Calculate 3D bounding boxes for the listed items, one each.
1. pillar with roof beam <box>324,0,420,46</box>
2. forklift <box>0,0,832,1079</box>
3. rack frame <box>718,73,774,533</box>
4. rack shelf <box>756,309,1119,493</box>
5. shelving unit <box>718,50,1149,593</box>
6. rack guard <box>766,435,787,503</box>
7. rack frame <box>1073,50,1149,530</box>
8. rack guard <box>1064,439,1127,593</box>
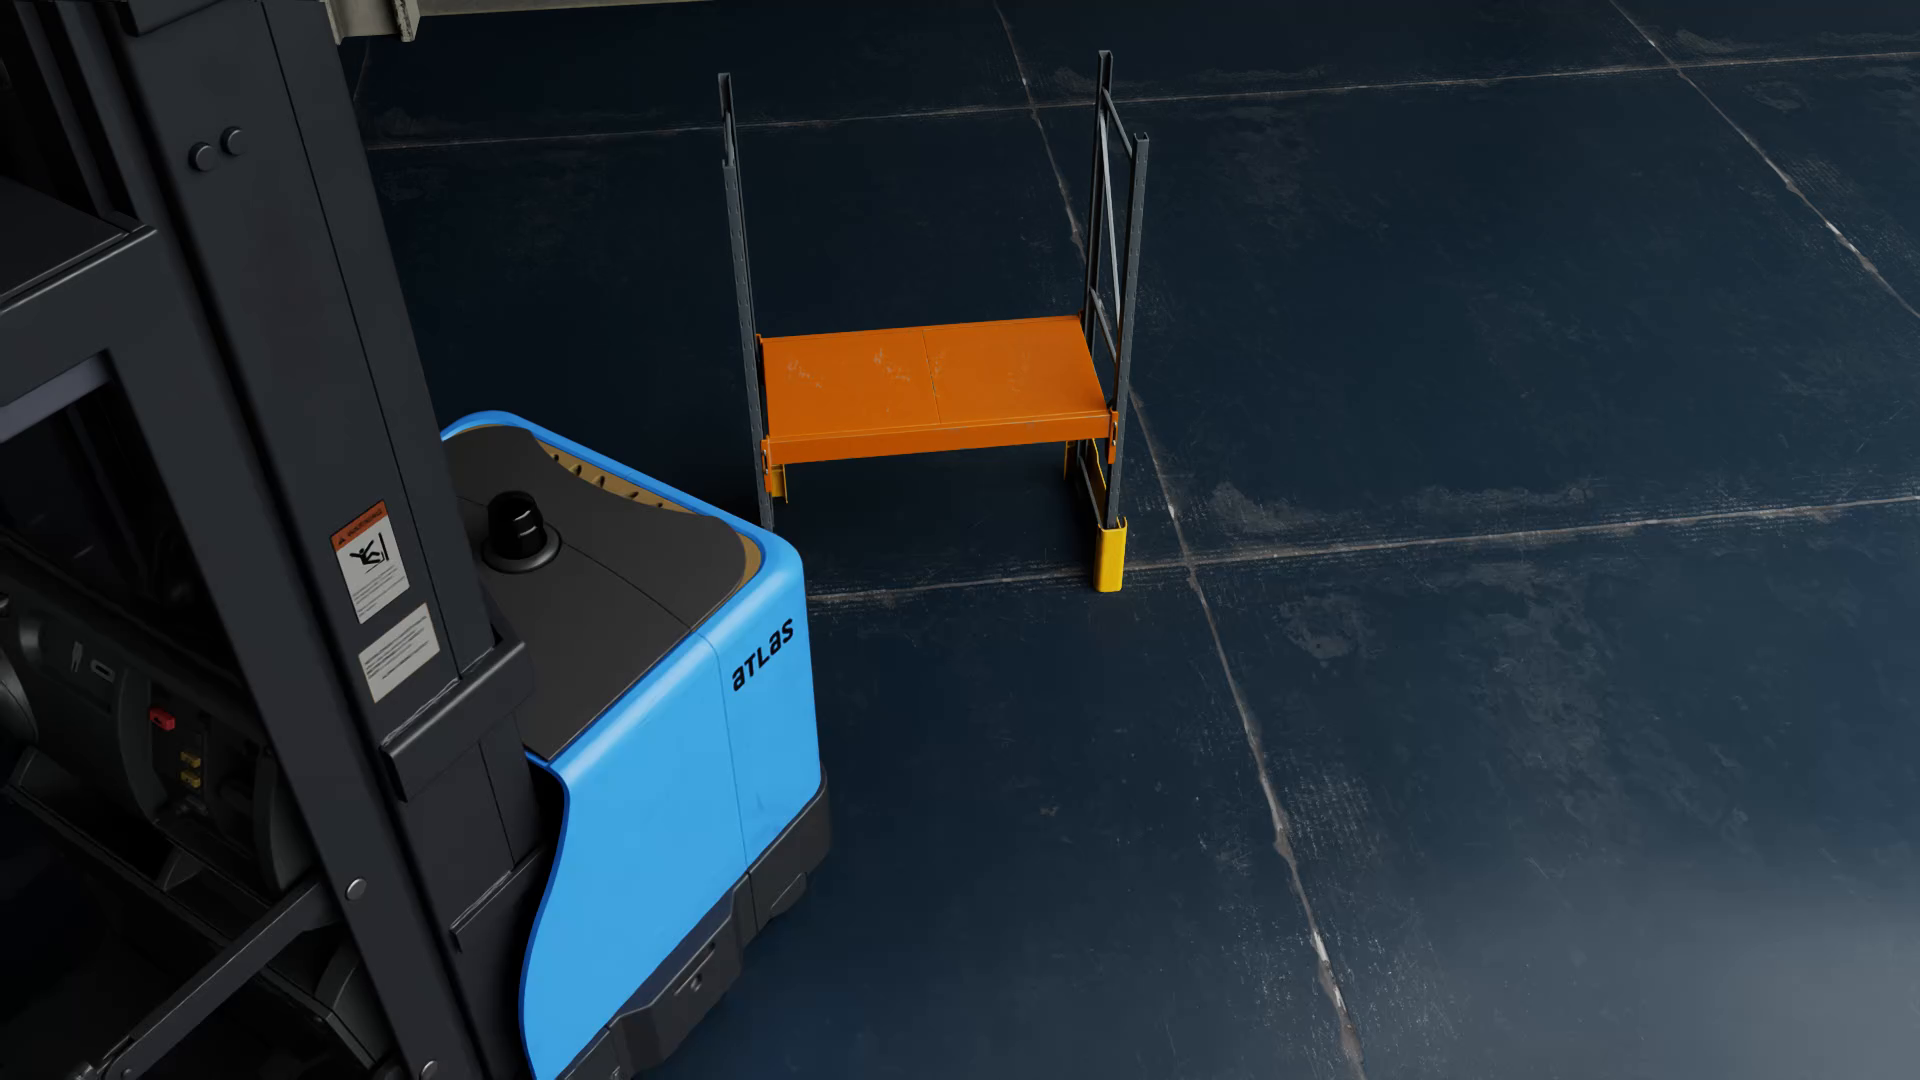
[{"bbox_3d":[-2.244,-2.927,1.777,0.400,9.000,9.100,-5,42,-6],"label":"pillar with roof beam"},{"bbox_3d":[-1.555,0.374,2.647,1.130,2.935,3.031,24,47,24],"label":"forklift"},{"bbox_3d":[-0.589,-0.505,4.691,0.032,1.500,0.500,-5,42,-6],"label":"rack frame"},{"bbox_3d":[-0.085,-0.416,4.860,1.000,0.185,0.538,-5,42,-6],"label":"rack shelf"},{"bbox_3d":[-0.076,-0.550,4.740,1.083,1.500,0.587,-5,42,-6],"label":"shelving unit"},{"bbox_3d":[-0.569,-0.043,5.111,0.087,0.250,0.587,-5,42,-6],"label":"rack guard"},{"bbox_3d":[0.419,-0.594,4.788,0.032,1.500,0.500,-5,42,-6],"label":"rack frame"},{"bbox_3d":[0.418,-0.129,5.207,0.087,0.250,0.587,-5,42,-6],"label":"rack guard"}]
